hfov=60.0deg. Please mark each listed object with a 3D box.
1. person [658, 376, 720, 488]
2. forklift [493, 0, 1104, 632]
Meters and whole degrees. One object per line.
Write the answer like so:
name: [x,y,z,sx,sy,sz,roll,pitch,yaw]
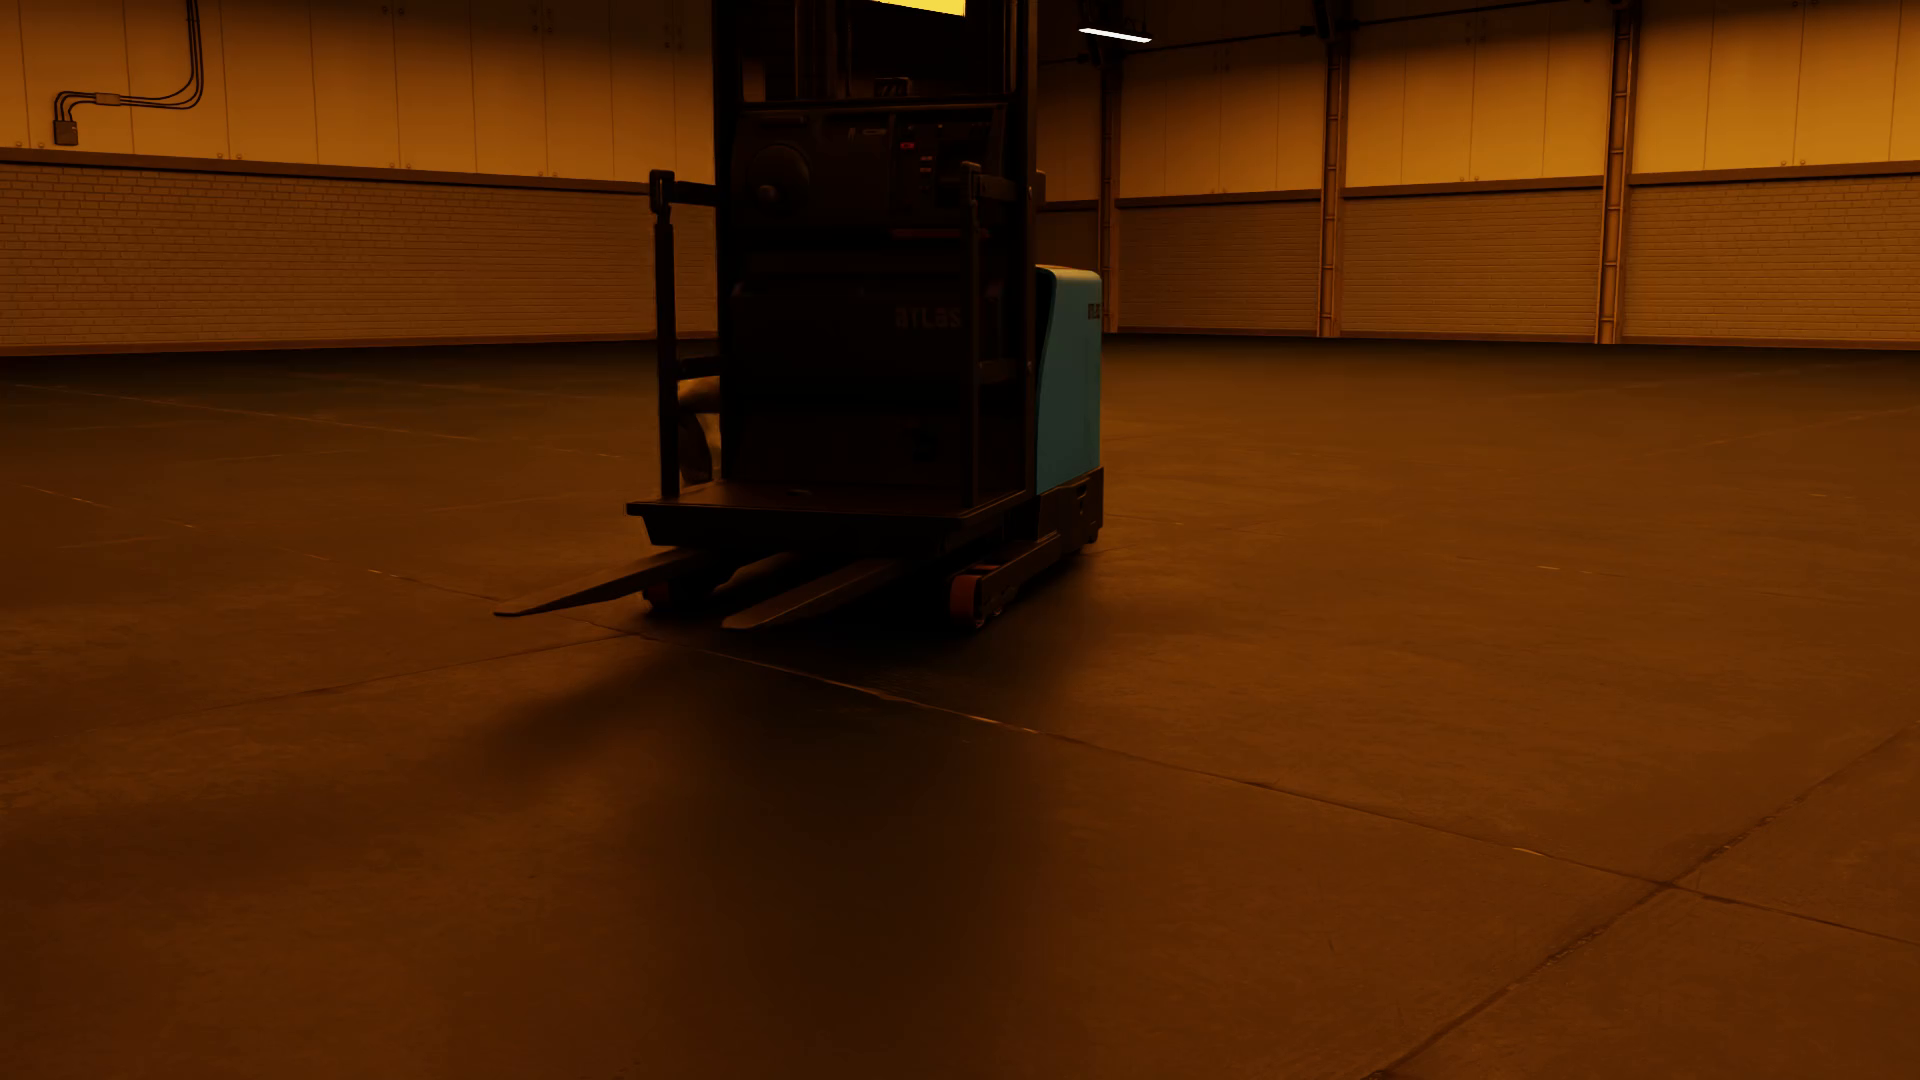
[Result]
person: [-0.739,-0.667,6.544,0.882,1.397,0.942,-2,9,-12]
forklift: [-0.363,-1.251,5.184,1.130,2.935,3.031,3,9,17]
